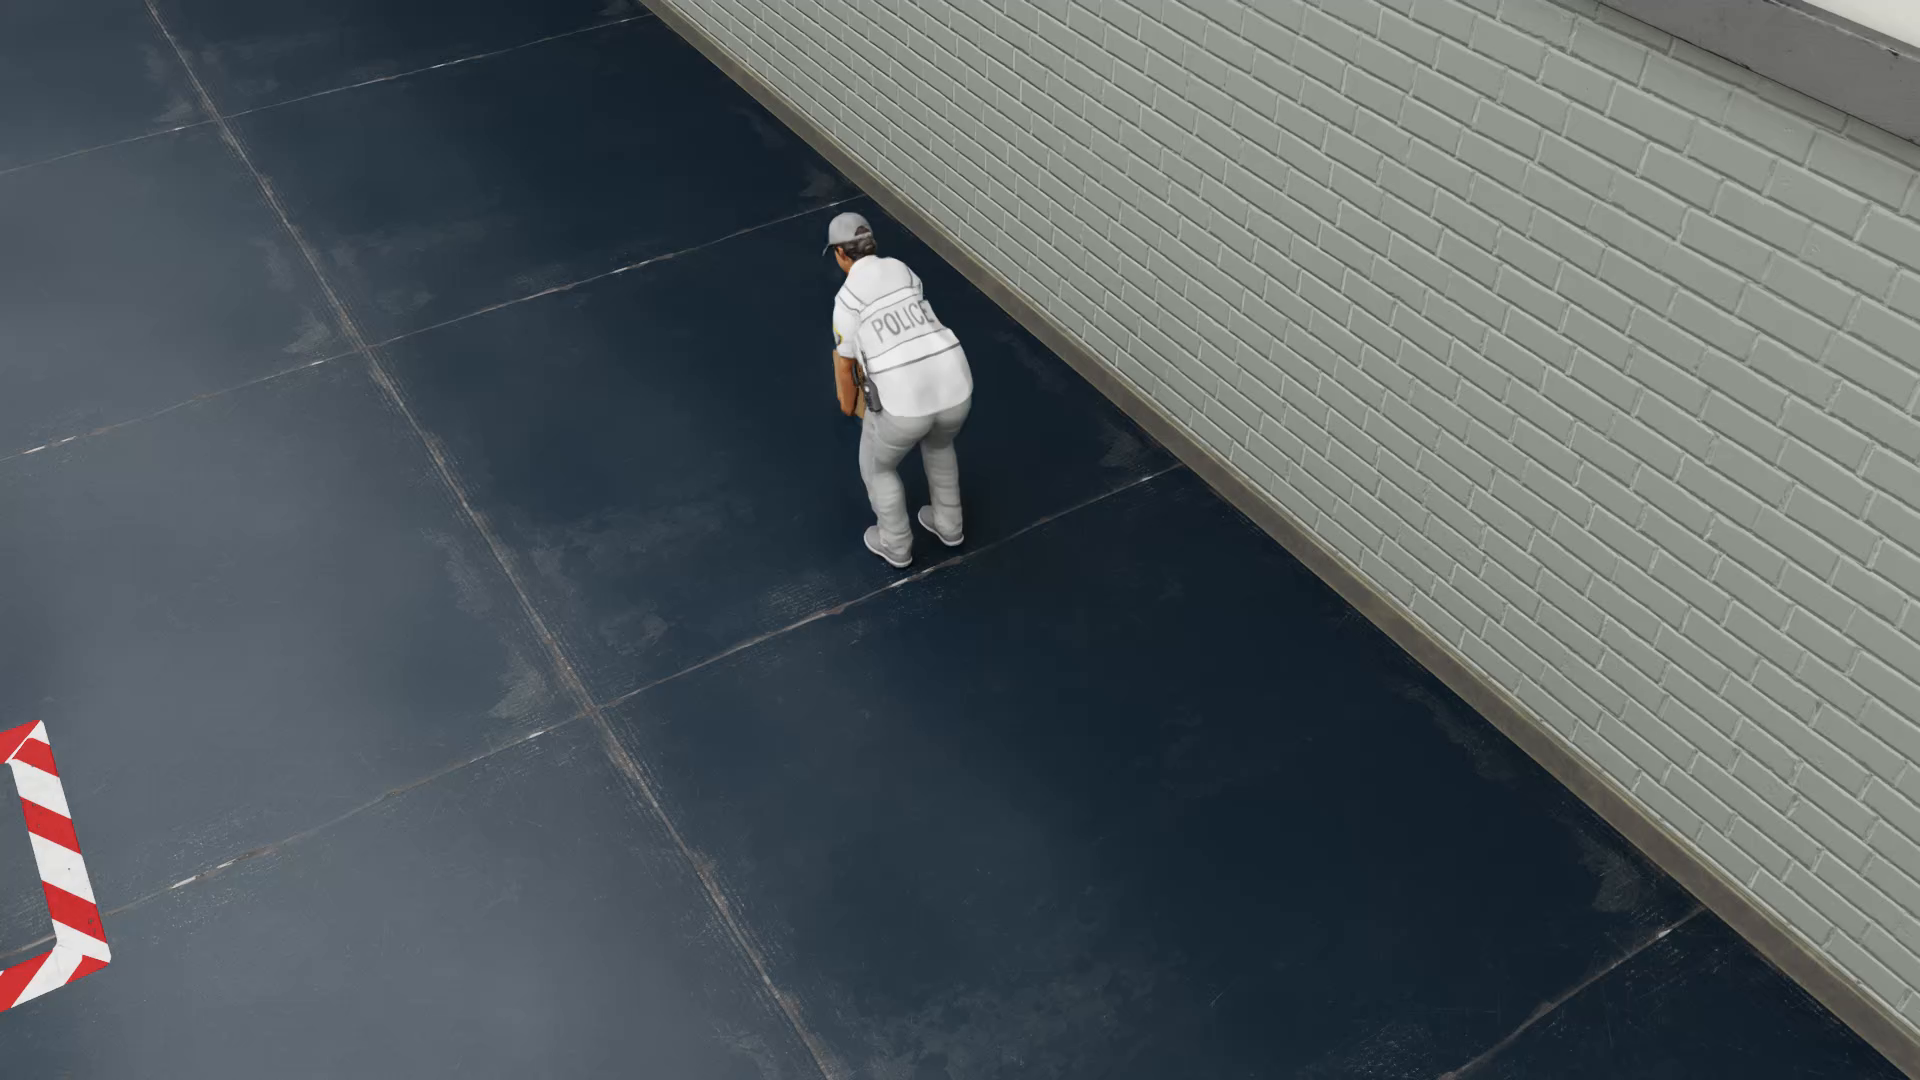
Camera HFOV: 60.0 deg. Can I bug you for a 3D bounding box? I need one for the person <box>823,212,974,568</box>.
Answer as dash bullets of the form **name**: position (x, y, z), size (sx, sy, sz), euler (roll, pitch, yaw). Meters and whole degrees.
- **person**: position (-0.296, -0.631, 7.050), size (0.456, 1.453, 0.789), euler (-24, 46, -25)
